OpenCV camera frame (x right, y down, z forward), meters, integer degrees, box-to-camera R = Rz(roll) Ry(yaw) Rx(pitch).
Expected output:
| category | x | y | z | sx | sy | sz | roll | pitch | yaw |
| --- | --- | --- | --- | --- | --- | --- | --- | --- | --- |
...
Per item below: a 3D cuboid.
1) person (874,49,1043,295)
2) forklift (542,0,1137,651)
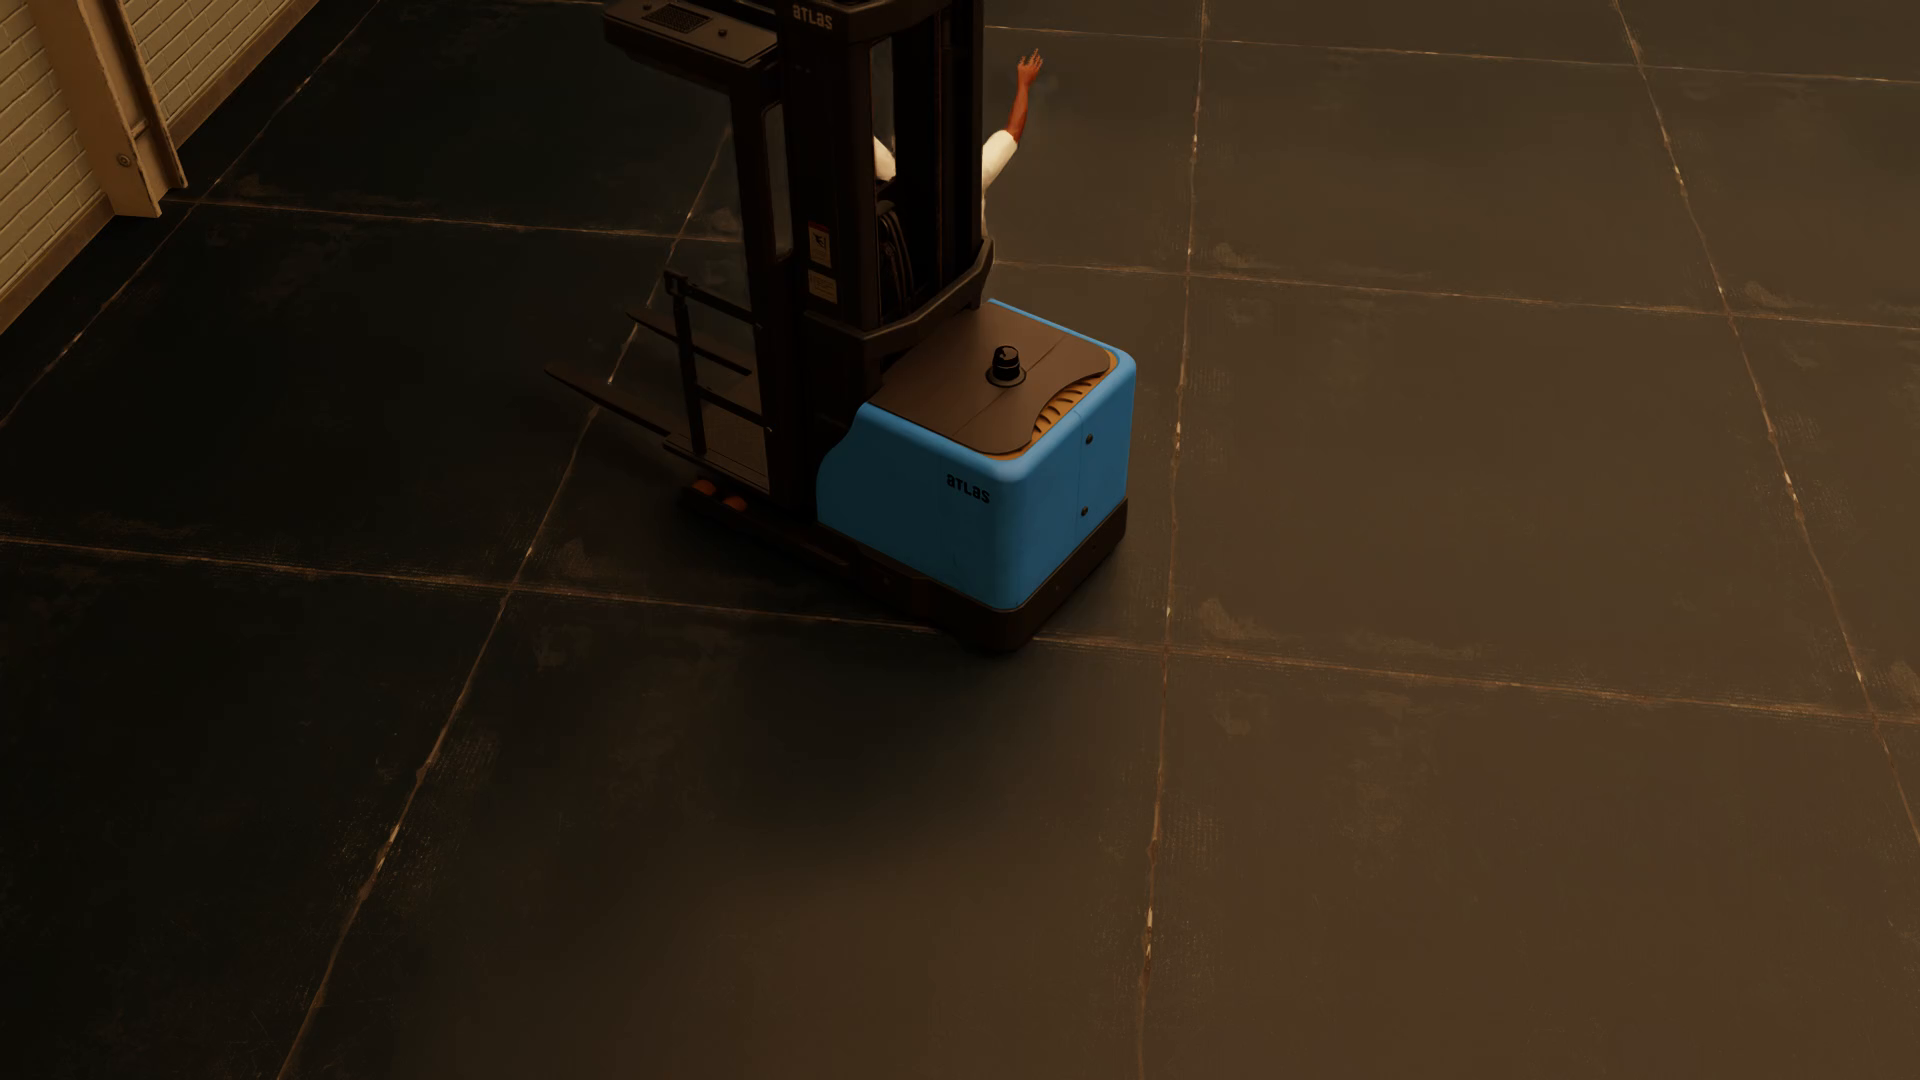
| category | x | y | z | sx | sy | sz | roll | pitch | yaw |
| --- | --- | --- | --- | --- | --- | --- | --- | --- | --- |
| person | -0.071 | -1.699 | 8.519 | 1.035 | 1.644 | 0.743 | -4 | 43 | -4 |
| forklift | -0.718 | -1.395 | 7.243 | 3.031 | 2.935 | 1.130 | 26 | 48 | 25 |
